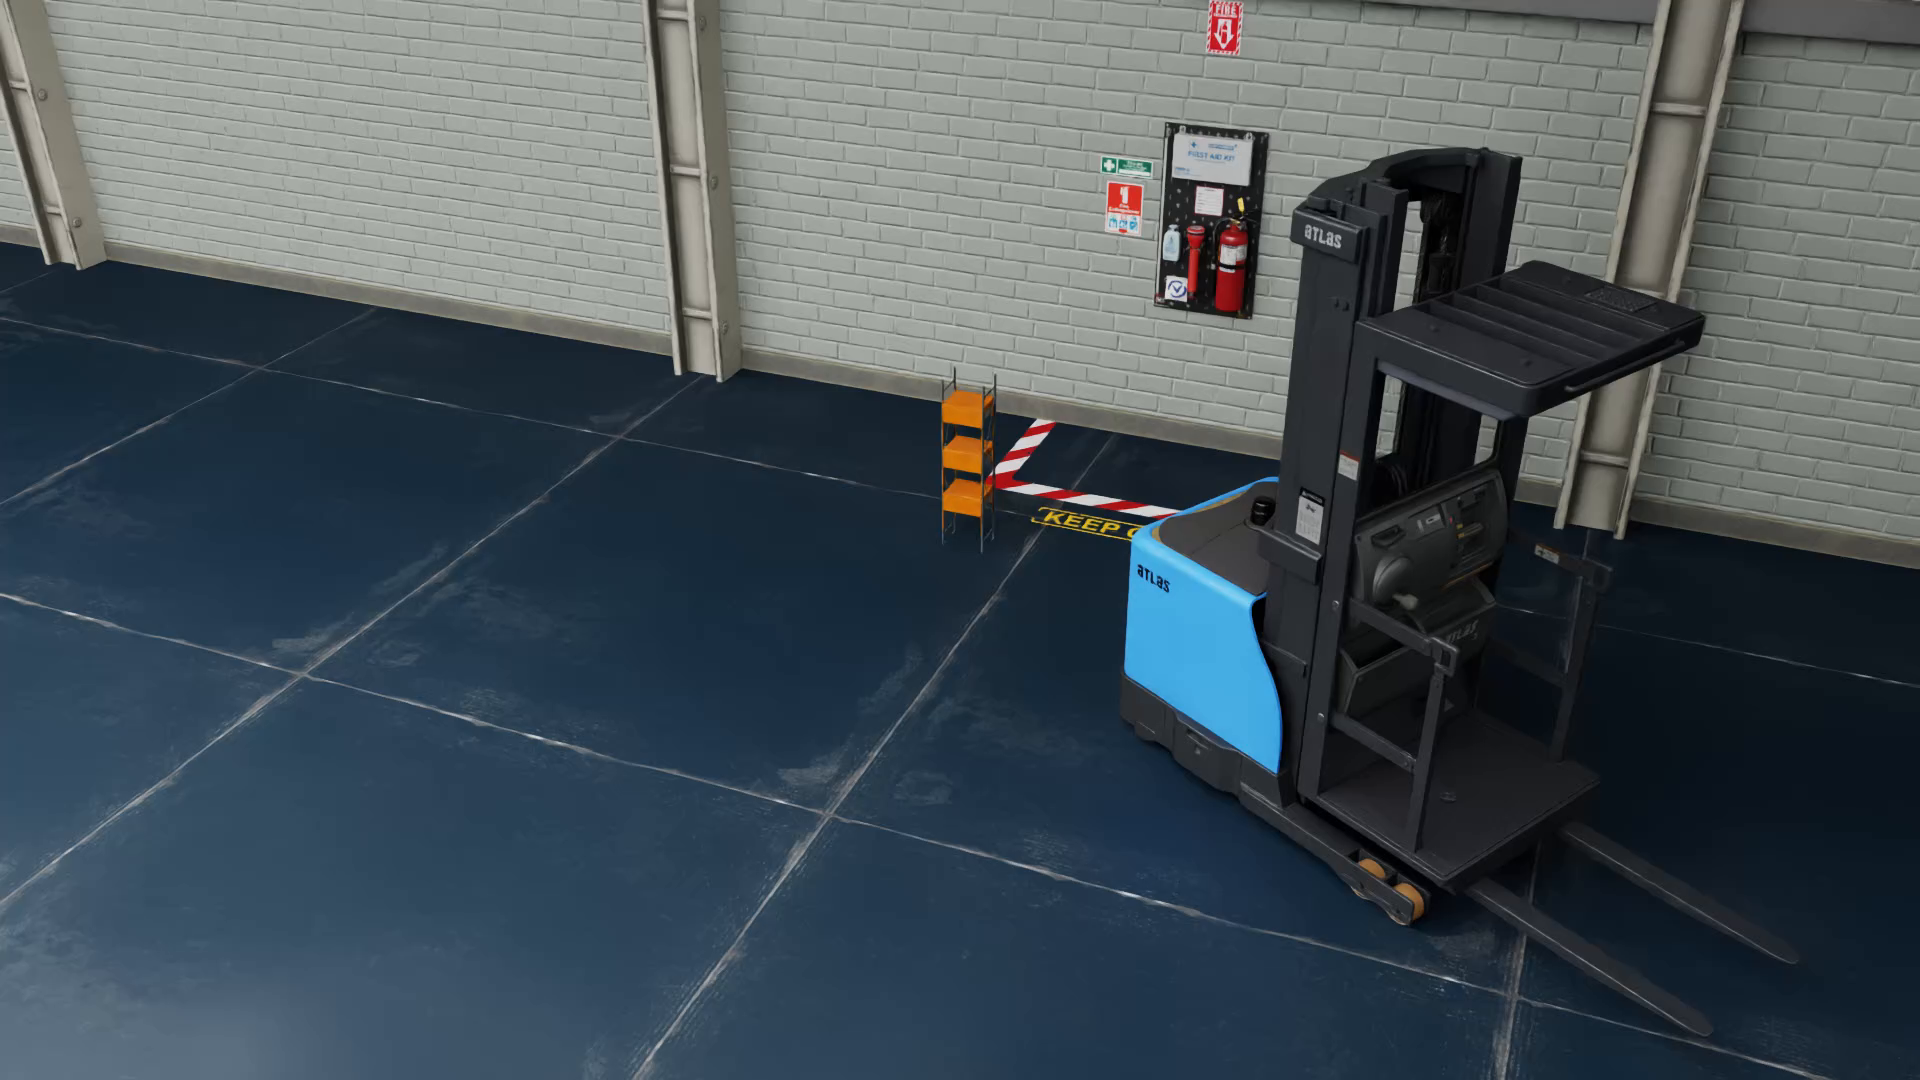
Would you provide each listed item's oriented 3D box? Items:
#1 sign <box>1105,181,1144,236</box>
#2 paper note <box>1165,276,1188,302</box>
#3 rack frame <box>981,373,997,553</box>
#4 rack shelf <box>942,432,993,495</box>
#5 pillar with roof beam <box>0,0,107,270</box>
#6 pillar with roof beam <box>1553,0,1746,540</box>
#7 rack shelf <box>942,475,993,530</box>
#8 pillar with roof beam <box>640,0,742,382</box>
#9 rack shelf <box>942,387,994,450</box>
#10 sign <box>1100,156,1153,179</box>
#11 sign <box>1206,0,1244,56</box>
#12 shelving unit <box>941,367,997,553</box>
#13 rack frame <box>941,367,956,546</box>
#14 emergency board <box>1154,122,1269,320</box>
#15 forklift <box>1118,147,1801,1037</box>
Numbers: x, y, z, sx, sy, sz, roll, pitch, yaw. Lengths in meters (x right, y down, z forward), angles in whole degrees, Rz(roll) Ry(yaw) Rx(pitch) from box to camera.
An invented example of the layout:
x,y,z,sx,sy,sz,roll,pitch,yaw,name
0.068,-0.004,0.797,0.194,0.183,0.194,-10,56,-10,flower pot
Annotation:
x,y,z,sx,sy,sz,roll,pitch,yaw,name
1.016,-2.051,10.294,0.234,0.329,0.001,11,31,19,sign
1.351,-1.567,10.369,0.142,0.148,0.016,11,31,19,paper note
0.163,-0.425,9.434,0.008,1.050,0.200,11,31,19,rack frame
0.050,-0.438,9.479,0.240,0.259,0.215,11,31,19,rack shelf
-8.973,-4.281,8.178,0.400,9.000,9.100,11,31,19,pillar with roof beam
2.147,-2.060,4.250,0.400,9.000,9.100,11,31,19,pillar with roof beam
0.050,-0.196,9.616,0.240,0.259,0.215,11,31,19,rack shelf
-3.413,-3.170,6.214,0.400,9.000,9.100,11,31,19,pillar with roof beam
0.050,-0.685,9.340,0.240,0.259,0.215,11,31,19,rack shelf
1.017,-2.277,10.155,0.331,0.109,0.001,11,31,19,sign
1.520,-2.942,9.551,0.199,0.298,0.001,11,31,19,sign
0.050,-0.447,9.474,0.252,1.050,0.215,11,31,19,shelving unit
-0.063,-0.470,9.514,0.008,1.050,0.200,11,31,19,rack frame
1.490,-1.886,10.039,0.643,1.169,0.194,11,31,19,emergency board
2.071,0.046,6.690,1.130,2.935,3.031,-21,36,-32,forklift
